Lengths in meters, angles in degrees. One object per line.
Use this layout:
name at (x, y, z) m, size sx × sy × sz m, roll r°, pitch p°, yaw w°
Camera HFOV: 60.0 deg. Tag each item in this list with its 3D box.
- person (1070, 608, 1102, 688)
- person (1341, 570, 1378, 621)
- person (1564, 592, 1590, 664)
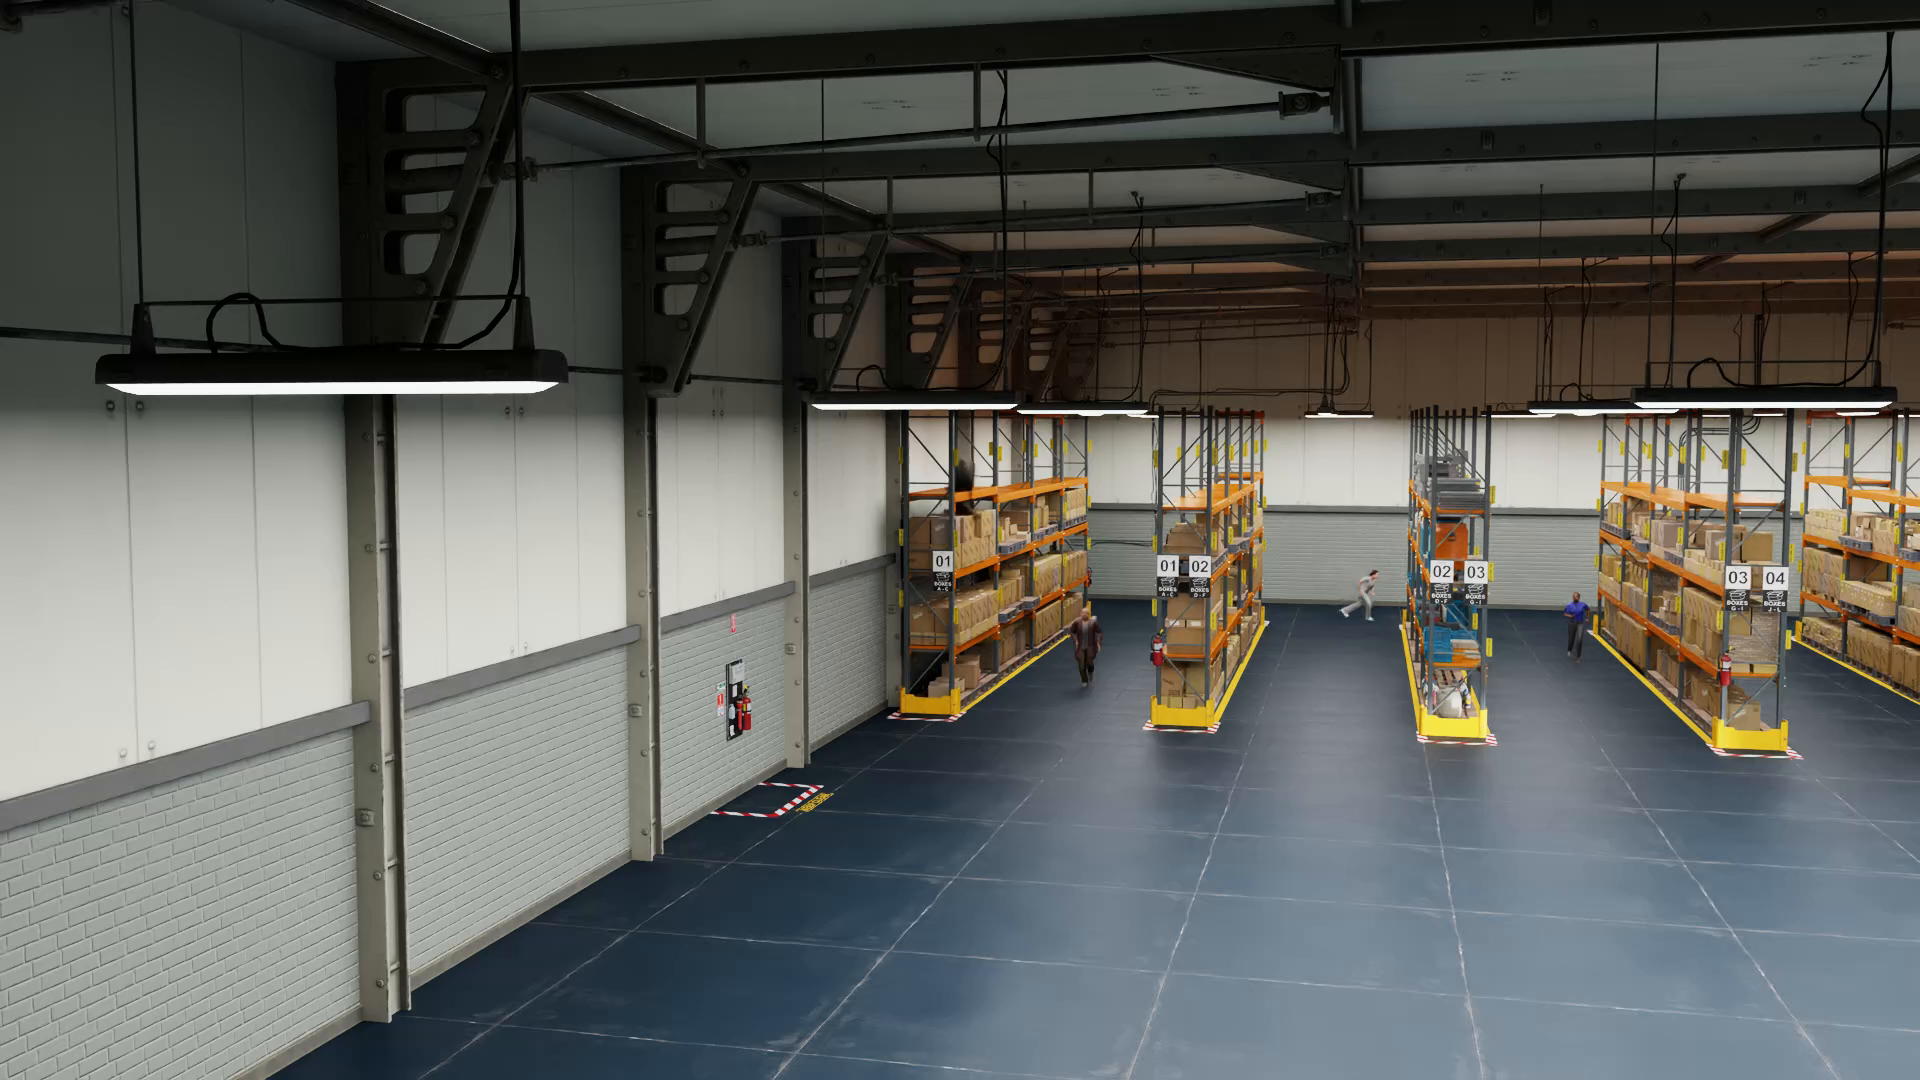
person at (2.697, 2.307, 35.681) m, size 0.699 × 1.724 × 0.668 m, roll 0°, pitch 4°, yaw 7°
person at (11.492, 1.574, 47.739) m, size 1.076 × 1.459 × 0.546 m, roll 3°, pitch 5°, yaw 38°
person at (14.641, 2.071, 39.489) m, size 0.593 × 1.699 × 0.896 m, roll 2°, pitch 4°, yaw 20°
